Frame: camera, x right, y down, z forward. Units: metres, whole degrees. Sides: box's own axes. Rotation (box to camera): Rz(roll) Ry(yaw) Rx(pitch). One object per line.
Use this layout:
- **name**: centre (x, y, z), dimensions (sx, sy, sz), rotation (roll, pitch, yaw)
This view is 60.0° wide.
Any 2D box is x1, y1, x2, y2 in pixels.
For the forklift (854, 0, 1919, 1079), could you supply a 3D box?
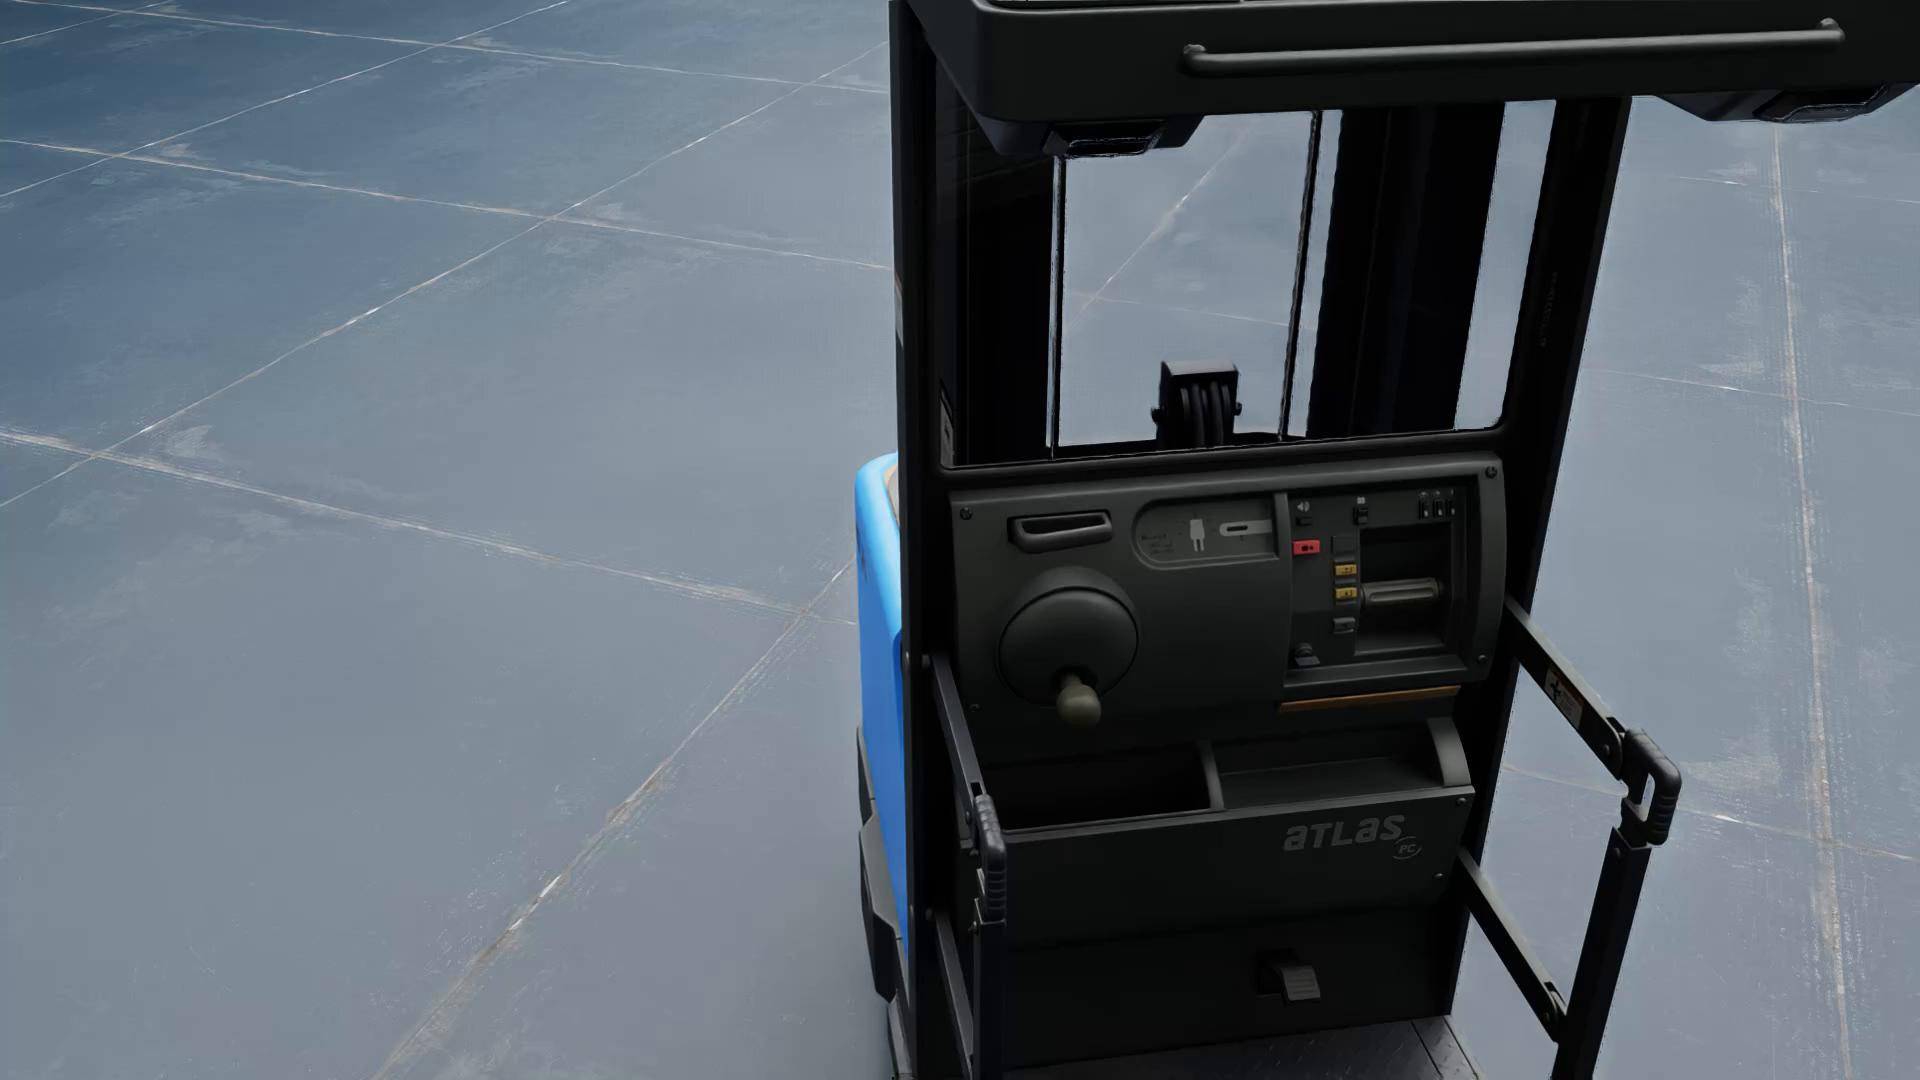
- **forklift**: centre (0.485, 0.129, 2.542), dimensions (1.130, 2.935, 3.031), rotation (-5, 30, -8)
